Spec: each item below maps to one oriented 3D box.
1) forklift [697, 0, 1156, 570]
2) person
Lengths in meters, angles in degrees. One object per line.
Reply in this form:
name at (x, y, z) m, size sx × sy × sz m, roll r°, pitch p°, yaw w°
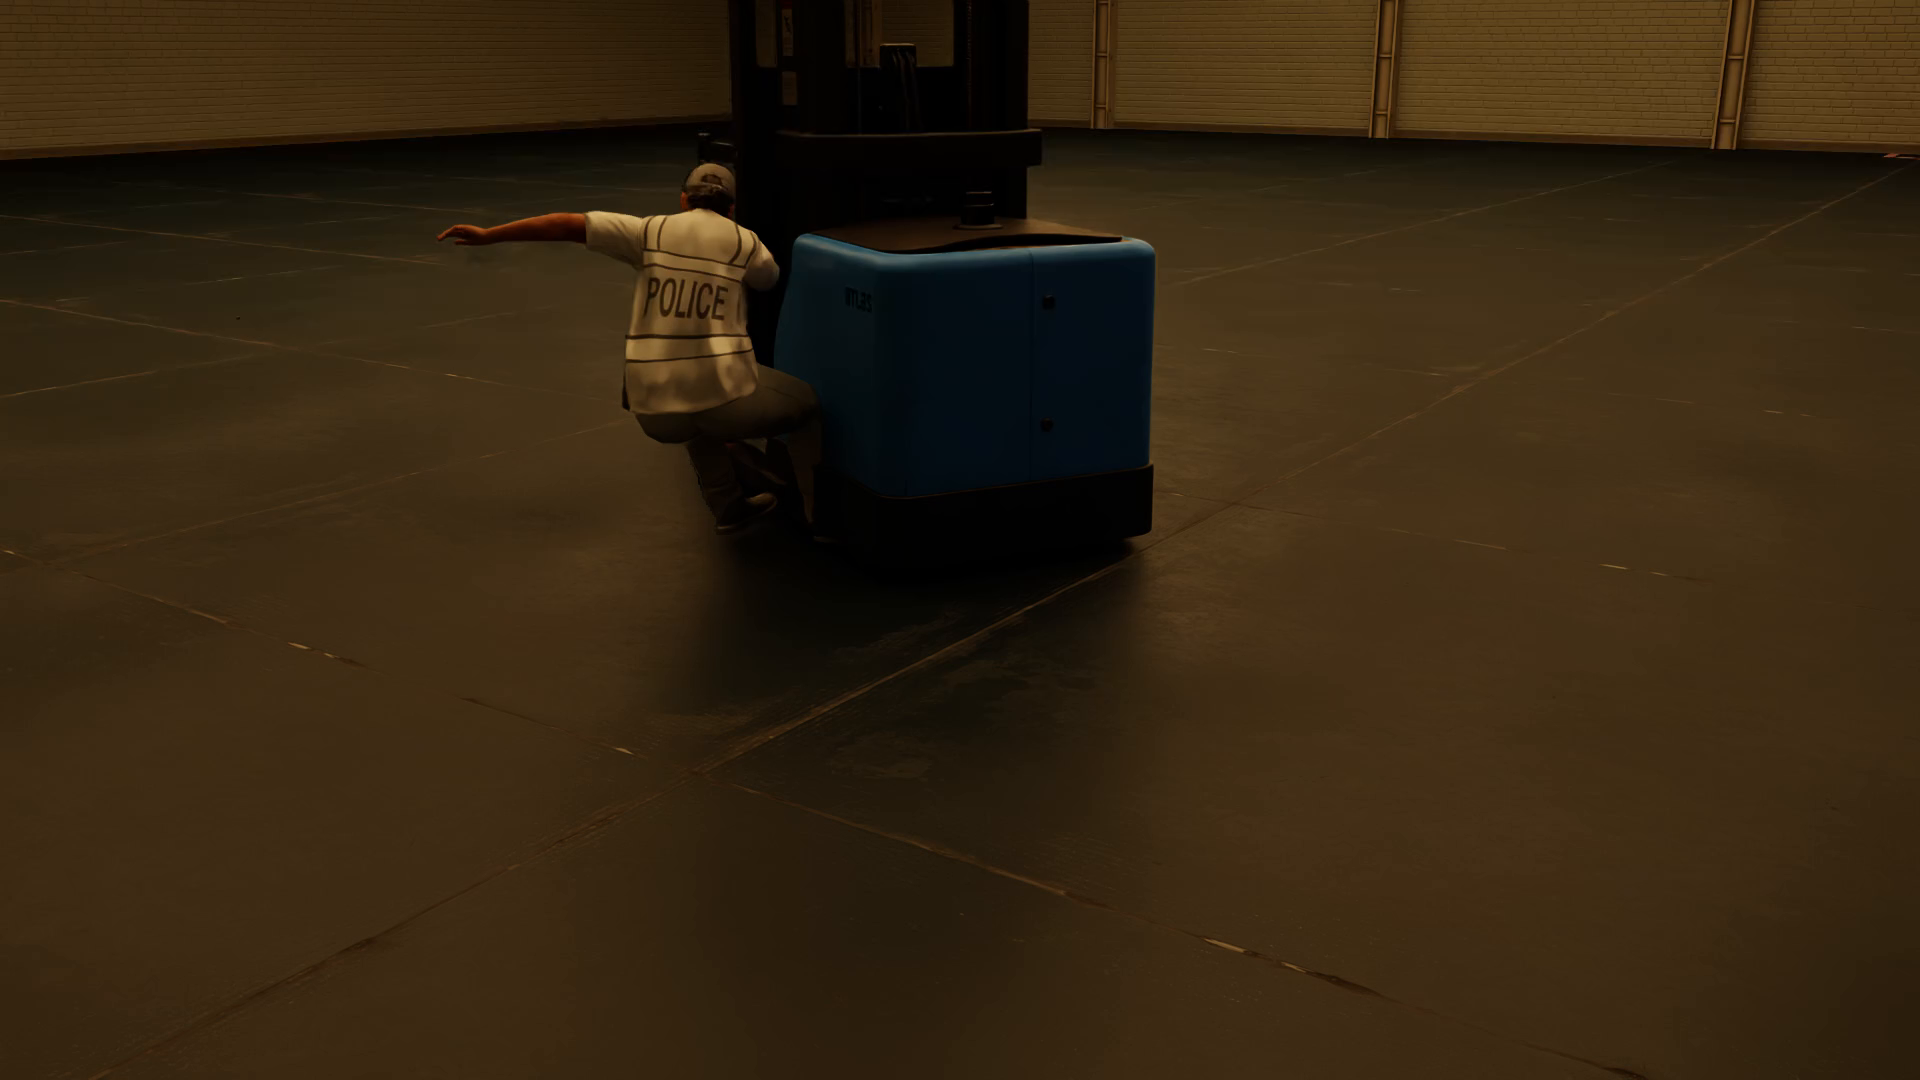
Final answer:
forklift at (-0.436, -1.684, 6.464) m, size 1.130 × 2.935 × 3.031 m, roll -8°, pitch 18°, yaw -25°
person at (-0.976, -0.567, 5.583) m, size 1.330 × 1.352 × 0.717 m, roll 0°, pitch 17°, yaw 0°
